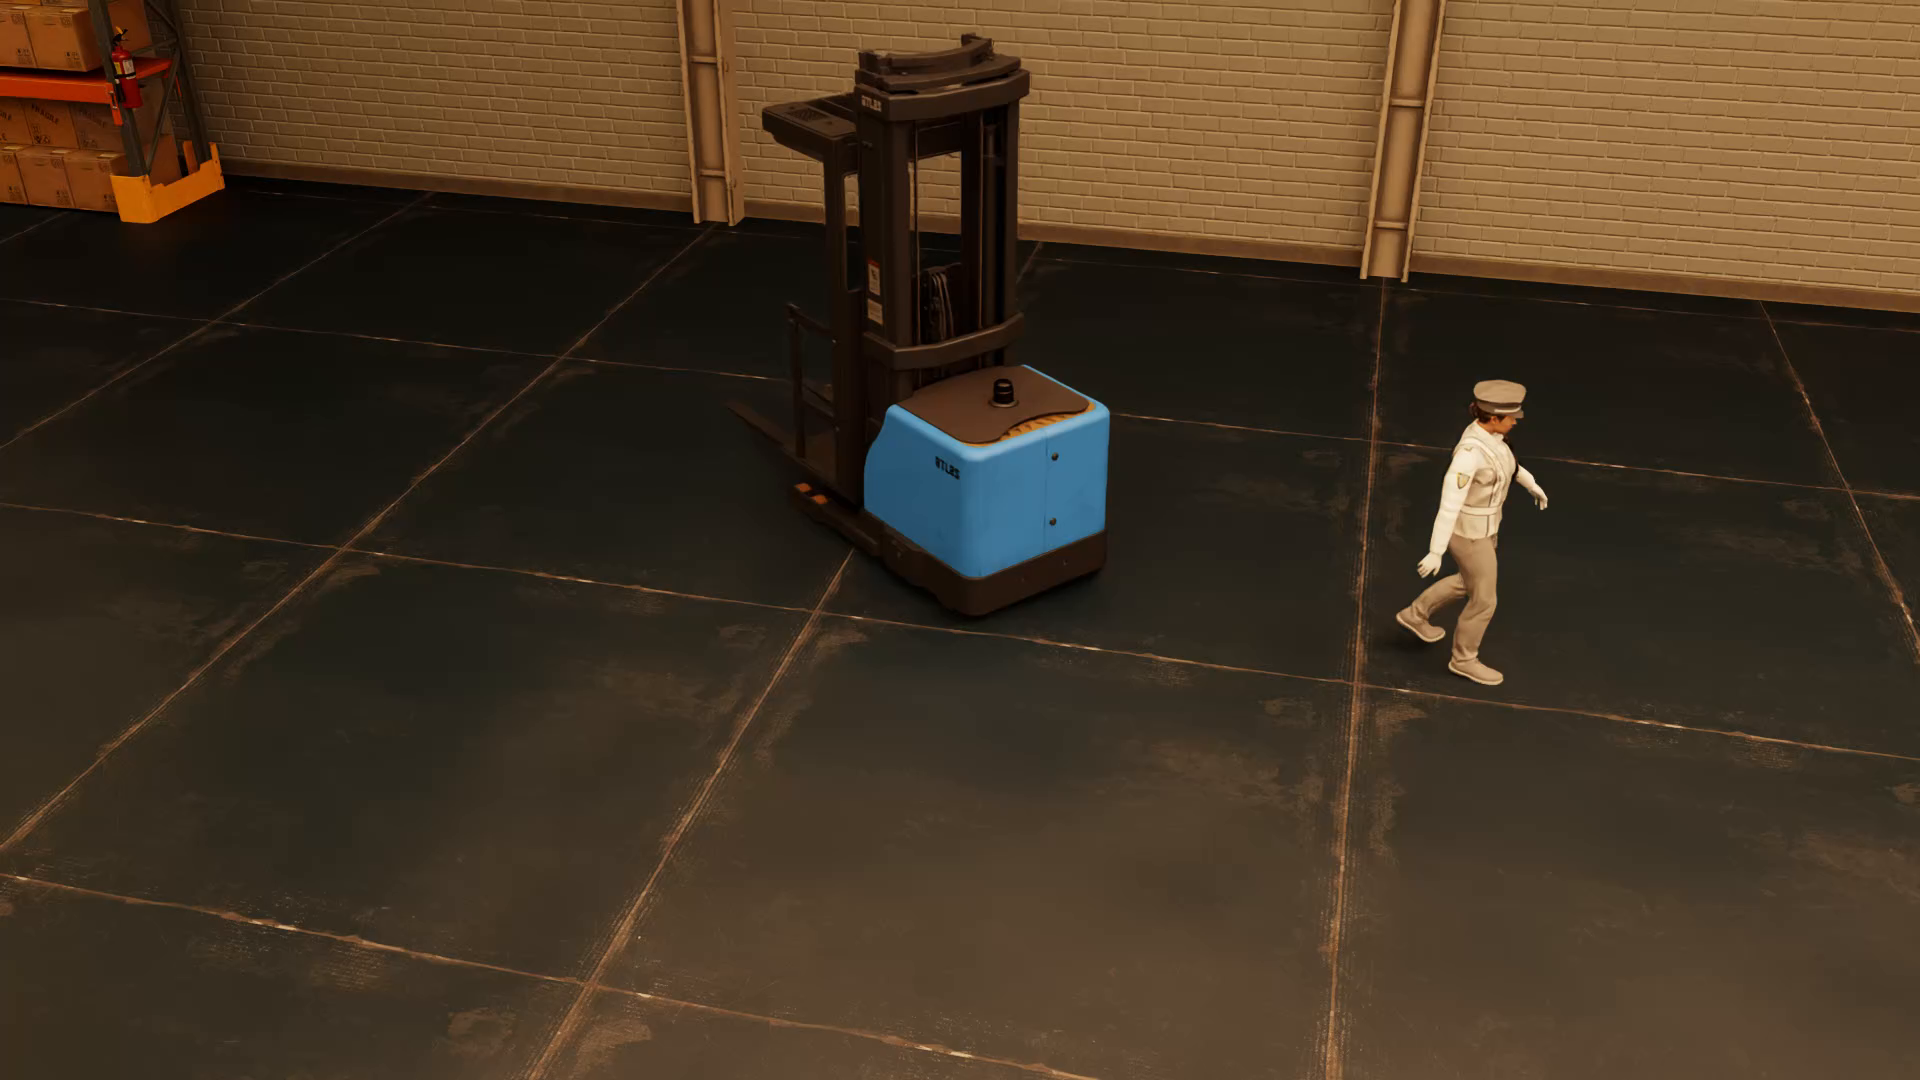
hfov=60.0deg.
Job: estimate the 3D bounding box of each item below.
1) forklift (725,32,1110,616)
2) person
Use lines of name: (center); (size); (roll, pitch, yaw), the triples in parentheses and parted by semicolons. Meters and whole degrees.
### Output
forklift: (-0.431, -1.520, 9.853); (1.130, 2.935, 3.031); (-20, 35, -32)
person: (2.642, -0.041, 8.553); (0.638, 1.652, 0.787); (12, 32, 20)
